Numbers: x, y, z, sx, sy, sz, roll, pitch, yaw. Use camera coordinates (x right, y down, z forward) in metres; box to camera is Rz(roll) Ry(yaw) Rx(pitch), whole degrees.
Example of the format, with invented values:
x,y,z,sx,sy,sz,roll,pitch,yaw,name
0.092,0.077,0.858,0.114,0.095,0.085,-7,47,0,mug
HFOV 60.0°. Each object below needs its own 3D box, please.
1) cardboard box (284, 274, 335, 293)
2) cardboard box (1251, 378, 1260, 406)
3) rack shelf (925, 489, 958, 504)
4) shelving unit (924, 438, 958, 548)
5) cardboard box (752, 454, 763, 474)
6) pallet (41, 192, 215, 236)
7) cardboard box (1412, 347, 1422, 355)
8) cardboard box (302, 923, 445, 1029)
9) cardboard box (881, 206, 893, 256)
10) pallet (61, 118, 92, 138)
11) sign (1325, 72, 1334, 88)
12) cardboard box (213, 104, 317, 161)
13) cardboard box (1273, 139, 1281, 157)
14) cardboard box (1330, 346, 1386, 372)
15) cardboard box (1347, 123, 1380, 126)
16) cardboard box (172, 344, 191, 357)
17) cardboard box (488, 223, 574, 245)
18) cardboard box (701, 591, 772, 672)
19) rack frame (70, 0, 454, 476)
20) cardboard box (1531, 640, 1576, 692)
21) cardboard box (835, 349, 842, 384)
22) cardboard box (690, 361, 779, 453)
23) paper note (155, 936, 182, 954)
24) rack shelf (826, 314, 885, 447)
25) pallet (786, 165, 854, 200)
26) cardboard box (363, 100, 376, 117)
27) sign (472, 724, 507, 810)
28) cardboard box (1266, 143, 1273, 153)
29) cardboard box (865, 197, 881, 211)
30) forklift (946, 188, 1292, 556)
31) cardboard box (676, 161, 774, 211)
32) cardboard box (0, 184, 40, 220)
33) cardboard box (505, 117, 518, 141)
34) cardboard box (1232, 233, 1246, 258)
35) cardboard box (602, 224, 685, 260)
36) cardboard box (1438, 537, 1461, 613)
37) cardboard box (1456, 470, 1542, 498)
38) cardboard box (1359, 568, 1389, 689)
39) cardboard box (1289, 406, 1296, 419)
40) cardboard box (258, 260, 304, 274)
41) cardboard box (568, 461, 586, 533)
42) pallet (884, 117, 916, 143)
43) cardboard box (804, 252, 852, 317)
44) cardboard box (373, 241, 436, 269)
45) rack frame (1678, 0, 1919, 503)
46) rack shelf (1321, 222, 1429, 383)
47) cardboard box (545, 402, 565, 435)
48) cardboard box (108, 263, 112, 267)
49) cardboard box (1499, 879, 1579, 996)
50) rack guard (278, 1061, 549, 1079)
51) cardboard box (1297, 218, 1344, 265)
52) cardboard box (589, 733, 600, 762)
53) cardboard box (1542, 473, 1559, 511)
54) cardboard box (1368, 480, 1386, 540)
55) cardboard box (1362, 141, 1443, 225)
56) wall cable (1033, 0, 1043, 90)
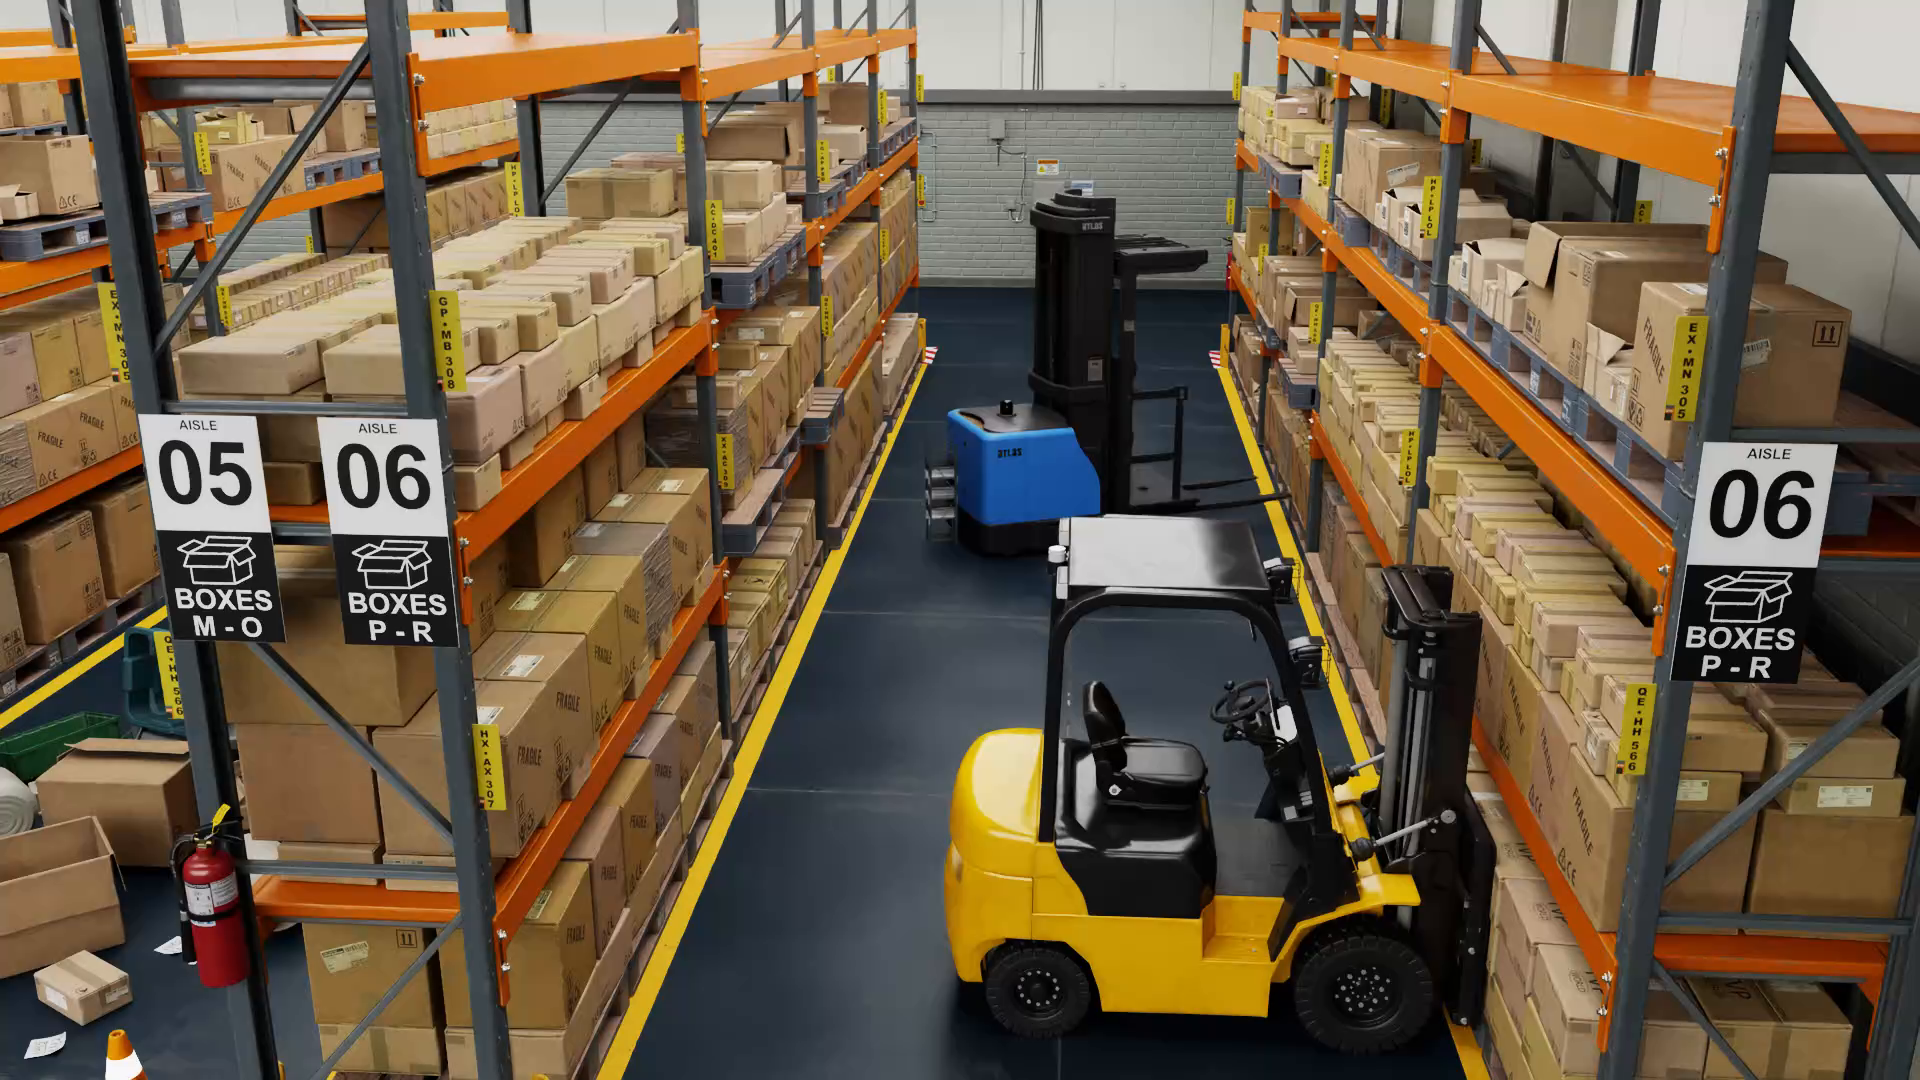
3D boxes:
x,y,z,sx,sy,sz,roll,pitch,yaw,name
-6.198,-2.443,15.835,0.380,0.149,0.250,0,18,1,cardboard box
3.399,-1.616,18.254,0.396,0.266,0.258,2,18,6,cardboard box
-0.159,-0.369,14.210,0.258,0.077,0.200,-3,18,-9,rack shelf
-0.159,-0.401,14.199,0.258,0.900,0.210,-3,18,-9,shelving unit
-1.513,-0.541,10.986,0.380,0.149,0.250,2,18,5,cardboard box
-6.549,-2.506,12.740,1.213,0.211,1.003,2,18,6,pallet
3.611,-1.349,12.521,0.380,0.149,0.250,2,18,5,cardboard box
-2.388,1.688,6.991,0.500,0.500,0.500,1,18,4,cardboard box
-1.007,-3.357,18.084,0.500,0.500,0.500,1,18,3,cardboard box
-10.965,-5.151,20.651,1.003,0.211,1.213,1,18,4,pallet
4.465,-5.495,20.137,0.100,0.325,0.005,1,18,4,sign
-6.511,-3.811,15.579,0.797,0.503,0.637,1,18,3,cardboard box
3.131,-3.657,15.518,0.380,0.149,0.250,2,18,5,cardboard box
3.005,-1.363,12.564,0.380,0.149,0.250,2,18,5,cardboard box
3.688,-3.785,15.430,0.380,0.149,0.250,2,18,5,cardboard box
-6.321,-1.273,13.331,0.500,0.500,0.500,1,18,4,cardboard box
-2.236,-1.563,8.682,0.380,0.149,0.250,2,18,6,cardboard box
-1.815,0.613,11.282,0.950,0.372,0.625,2,18,7,cardboard box
-2.185,-1.659,5.033,1.000,3.000,0.127,1,18,4,rack frame
2.581,0.512,6.841,0.380,0.149,0.250,1,18,2,cardboard box
-1.306,-1.527,14.508,0.500,0.250,0.500,1,18,2,cardboard box
-1.494,-0.887,10.999,0.500,0.500,0.500,1,18,4,cardboard box
-3.892,2.010,8.258,0.148,0.019,0.142,8,20,23,paper note
-1.468,-1.572,15.558,1.077,0.370,4.000,1,18,4,rack shelf
-1.541,-3.177,14.787,1.003,0.211,1.213,2,18,6,pallet
-6.007,-4.480,17.259,0.380,0.149,0.250,1,18,3,cardboard box
-1.644,0.793,5.796,0.100,0.325,0.005,1,18,4,sign
3.411,-4.076,16.991,0.500,0.250,0.500,1,18,4,cardboard box
-1.041,-3.538,17.595,0.380,0.149,0.250,2,18,5,cardboard box
1.446,-1.520,14.354,3.031,2.935,1.130,-6,19,-19,forklift
-1.431,-2.169,10.172,0.500,0.250,0.500,1,18,3,cardboard box
-6.497,-2.314,11.232,0.396,0.266,0.258,1,18,4,cardboard box
-5.751,-5.063,20.482,0.500,0.250,0.500,1,18,3,cardboard box
3.612,-3.603,20.364,0.500,0.250,0.500,1,18,4,cardboard box
-1.645,-1.549,8.640,0.380,0.149,0.250,1,18,3,cardboard box
2.740,0.306,8.511,0.500,0.500,0.500,2,18,5,cardboard box
2.823,-0.262,8.724,0.380,0.149,0.250,2,18,5,cardboard box
3.142,0.585,10.959,0.875,0.625,0.625,1,18,3,cardboard box
3.304,-1.233,15.666,0.380,0.149,0.250,2,18,6,cardboard box
-6.791,-2.698,16.615,0.380,0.149,0.250,1,18,4,cardboard box
-2.268,-0.269,8.182,0.700,0.500,0.500,1,18,3,cardboard box
-1.081,-4.930,19.976,1.003,0.211,1.213,1,18,4,pallet
-1.254,-2.278,14.790,0.500,0.500,0.500,2,18,5,cardboard box
-5.982,-2.951,17.973,0.500,0.500,0.500,1,18,3,cardboard box
2.766,-1.549,4.699,1.000,3.000,0.127,1,18,4,rack frame
3.196,-1.645,10.965,1.077,0.370,4.000,1,18,4,rack shelf
-1.846,-0.535,6.824,0.380,0.149,0.250,1,18,2,cardboard box
-10.691,-3.444,20.519,0.380,0.149,0.250,1,18,3,cardboard box
2.519,1.625,6.782,0.500,0.250,0.500,2,18,5,cardboard box
-2.180,2.356,6.429,1.175,0.500,0.348,1,18,4,rack guard
3.999,-3.308,18.261,0.500,0.500,0.500,1,18,2,cardboard box
-1.801,0.892,7.286,0.380,0.149,0.250,2,18,5,cardboard box
3.272,-0.255,8.703,0.380,0.149,0.250,1,18,2,cardboard box
2.859,-0.188,10.420,0.500,0.250,0.500,1,18,4,cardboard box
2.972,-2.367,11.017,0.500,0.500,0.500,2,18,5,cardboard box
2.615,-8.327,25.325,2.988,3.039,0.133,1,18,4,wall cable
